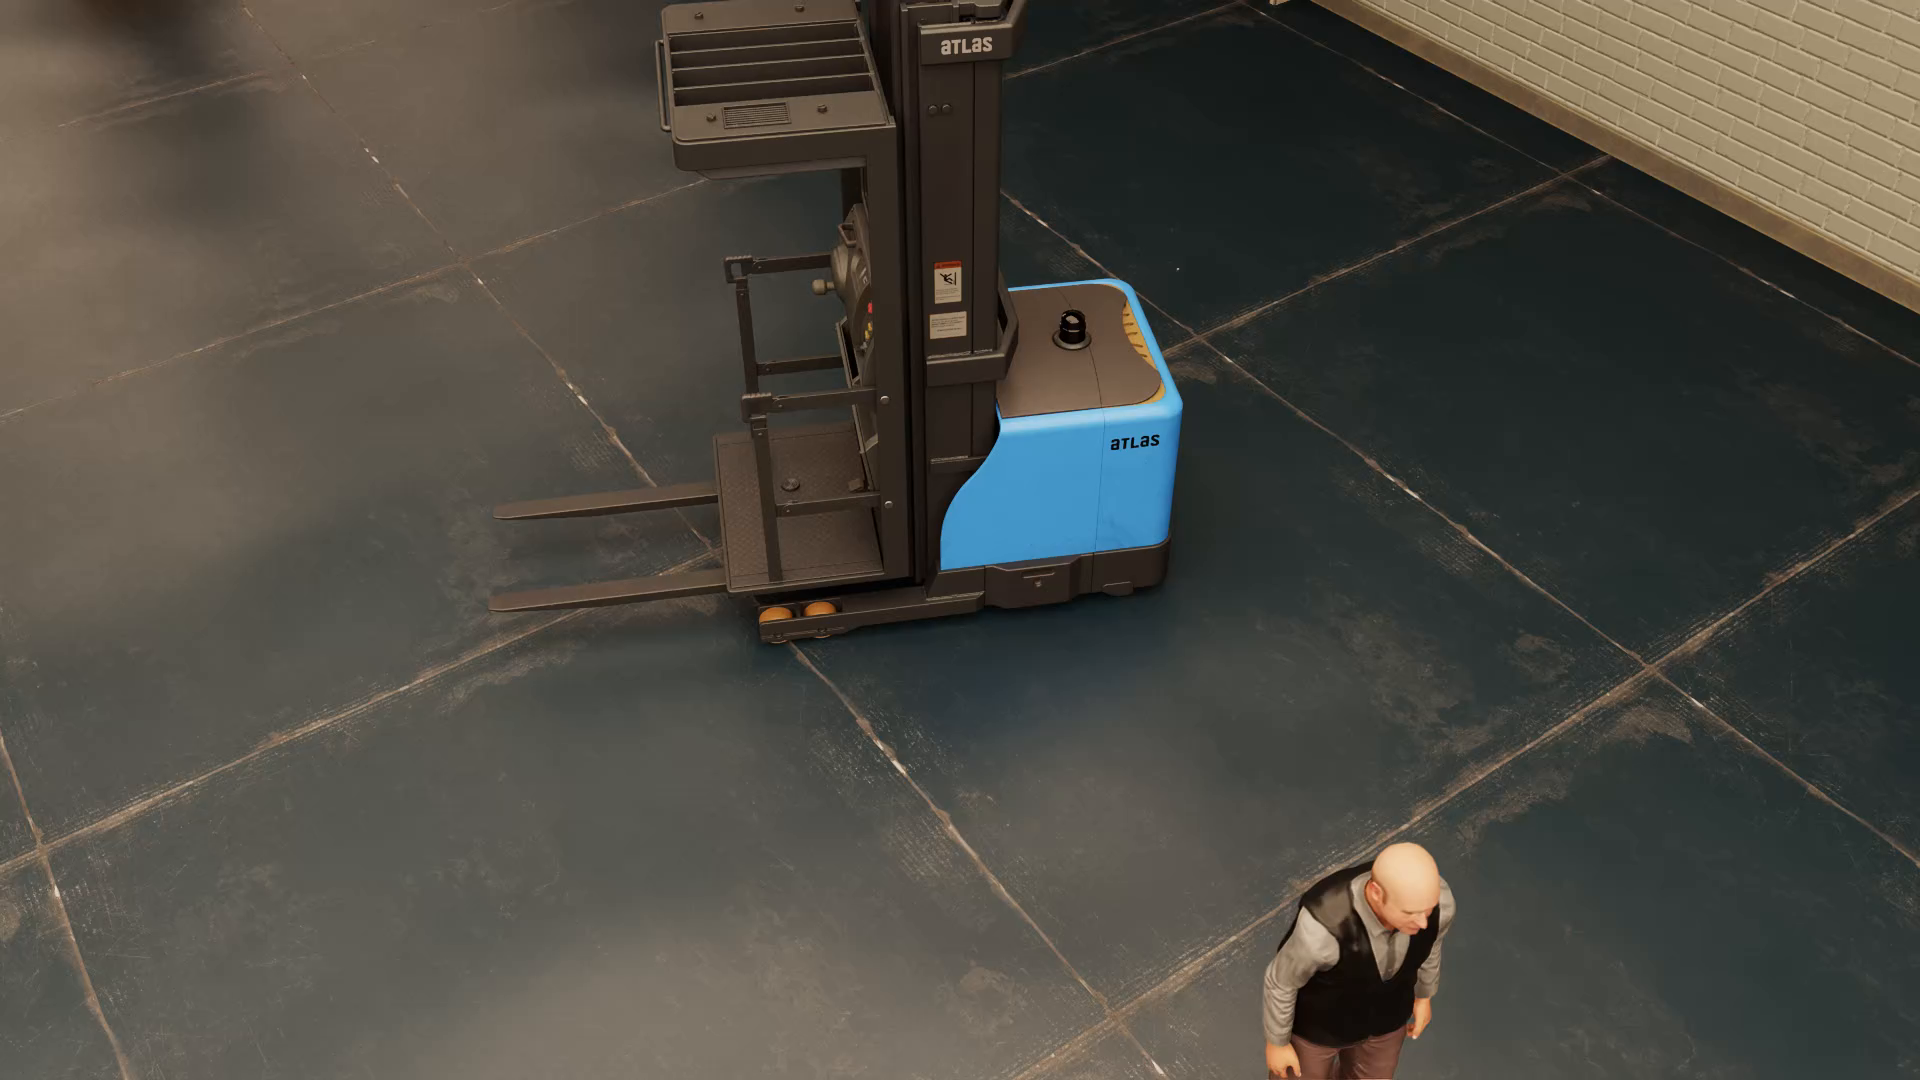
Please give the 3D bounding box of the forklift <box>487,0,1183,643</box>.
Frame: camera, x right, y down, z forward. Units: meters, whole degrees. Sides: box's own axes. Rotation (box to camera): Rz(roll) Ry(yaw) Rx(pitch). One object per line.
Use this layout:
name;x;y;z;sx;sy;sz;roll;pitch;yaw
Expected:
forklift;-0.616;-1.007;6.808;3.031;2.935;1.130;-7;43;-7

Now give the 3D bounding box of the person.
person;1.163;1.430;5.057;0.580;1.721;0.415;-13;44;-14
